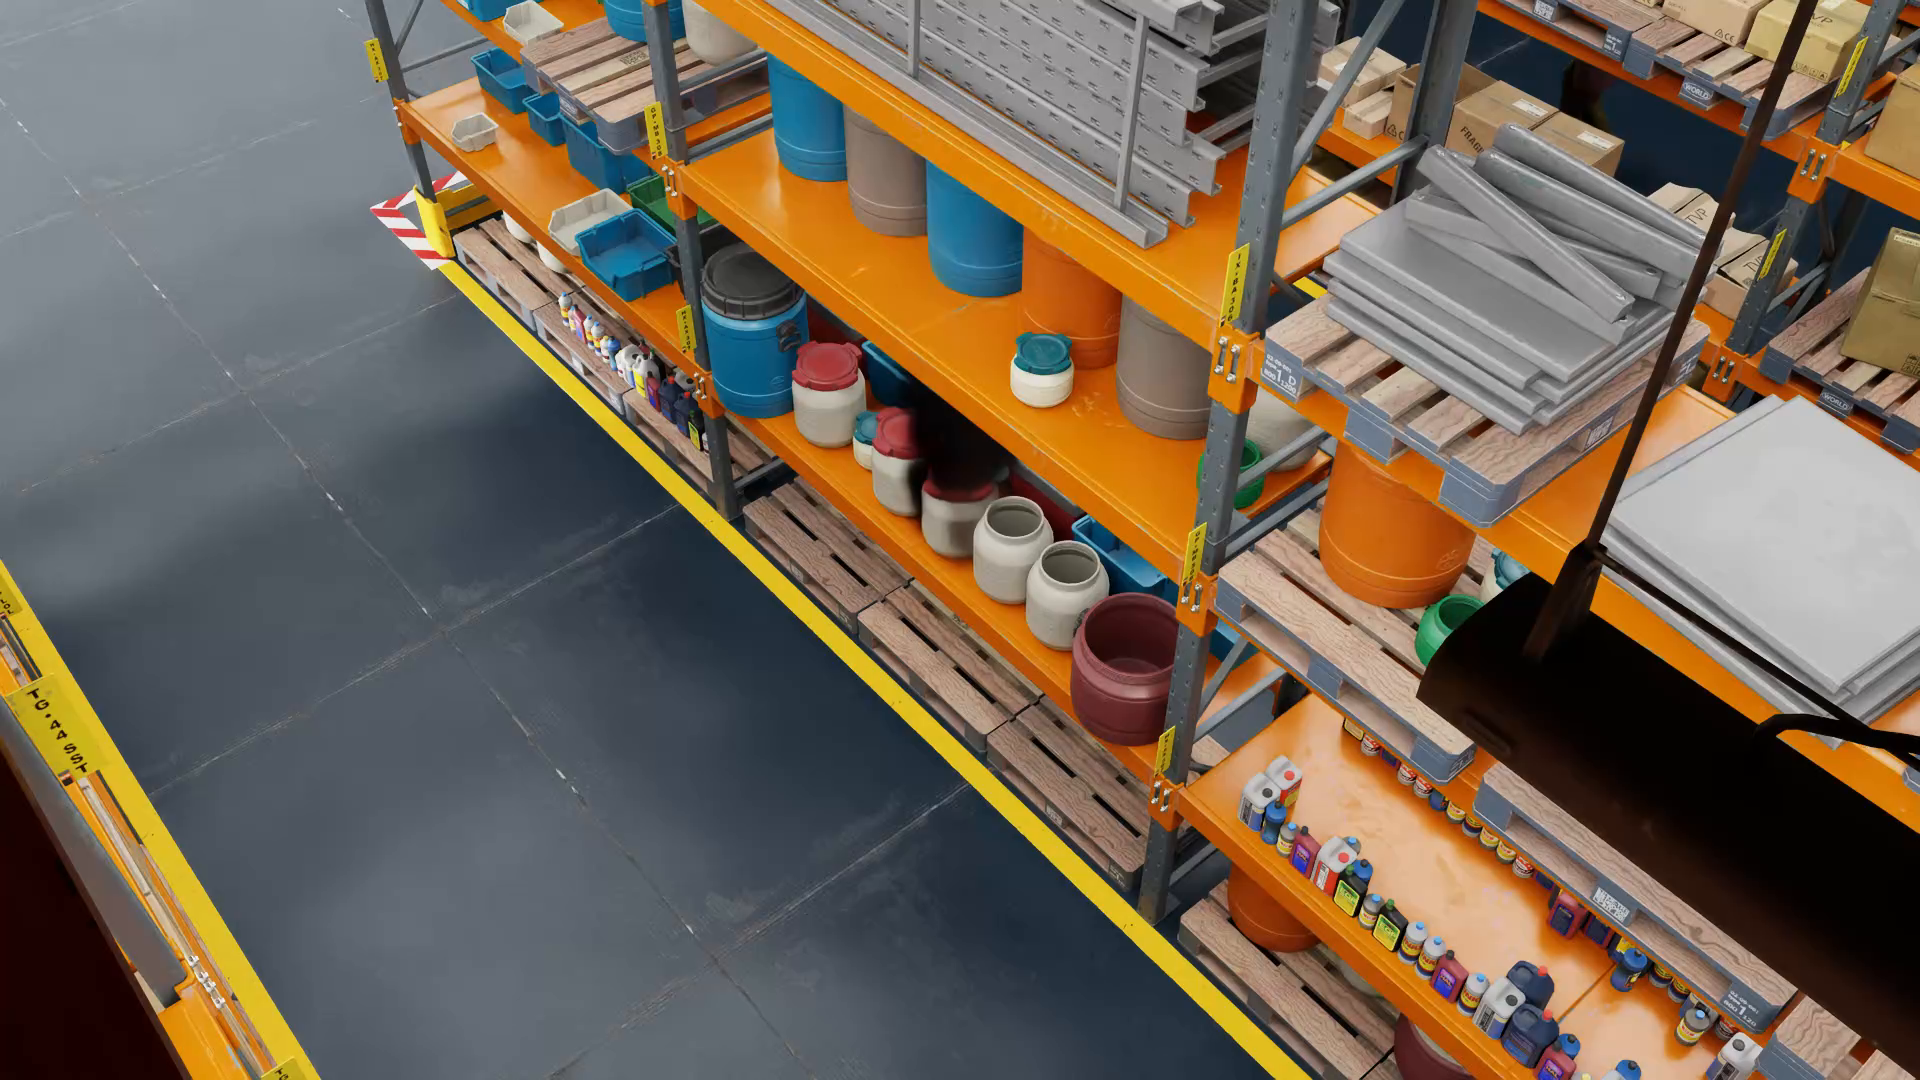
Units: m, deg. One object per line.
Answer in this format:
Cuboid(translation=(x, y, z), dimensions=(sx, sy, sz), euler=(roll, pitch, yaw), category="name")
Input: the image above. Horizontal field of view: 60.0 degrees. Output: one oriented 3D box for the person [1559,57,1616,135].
Cuboid(translation=(5.174, -3.898, 13.461), dimensions=(0.801, 1.841, 0.682), euler=(33, 55, 27), category="person")
